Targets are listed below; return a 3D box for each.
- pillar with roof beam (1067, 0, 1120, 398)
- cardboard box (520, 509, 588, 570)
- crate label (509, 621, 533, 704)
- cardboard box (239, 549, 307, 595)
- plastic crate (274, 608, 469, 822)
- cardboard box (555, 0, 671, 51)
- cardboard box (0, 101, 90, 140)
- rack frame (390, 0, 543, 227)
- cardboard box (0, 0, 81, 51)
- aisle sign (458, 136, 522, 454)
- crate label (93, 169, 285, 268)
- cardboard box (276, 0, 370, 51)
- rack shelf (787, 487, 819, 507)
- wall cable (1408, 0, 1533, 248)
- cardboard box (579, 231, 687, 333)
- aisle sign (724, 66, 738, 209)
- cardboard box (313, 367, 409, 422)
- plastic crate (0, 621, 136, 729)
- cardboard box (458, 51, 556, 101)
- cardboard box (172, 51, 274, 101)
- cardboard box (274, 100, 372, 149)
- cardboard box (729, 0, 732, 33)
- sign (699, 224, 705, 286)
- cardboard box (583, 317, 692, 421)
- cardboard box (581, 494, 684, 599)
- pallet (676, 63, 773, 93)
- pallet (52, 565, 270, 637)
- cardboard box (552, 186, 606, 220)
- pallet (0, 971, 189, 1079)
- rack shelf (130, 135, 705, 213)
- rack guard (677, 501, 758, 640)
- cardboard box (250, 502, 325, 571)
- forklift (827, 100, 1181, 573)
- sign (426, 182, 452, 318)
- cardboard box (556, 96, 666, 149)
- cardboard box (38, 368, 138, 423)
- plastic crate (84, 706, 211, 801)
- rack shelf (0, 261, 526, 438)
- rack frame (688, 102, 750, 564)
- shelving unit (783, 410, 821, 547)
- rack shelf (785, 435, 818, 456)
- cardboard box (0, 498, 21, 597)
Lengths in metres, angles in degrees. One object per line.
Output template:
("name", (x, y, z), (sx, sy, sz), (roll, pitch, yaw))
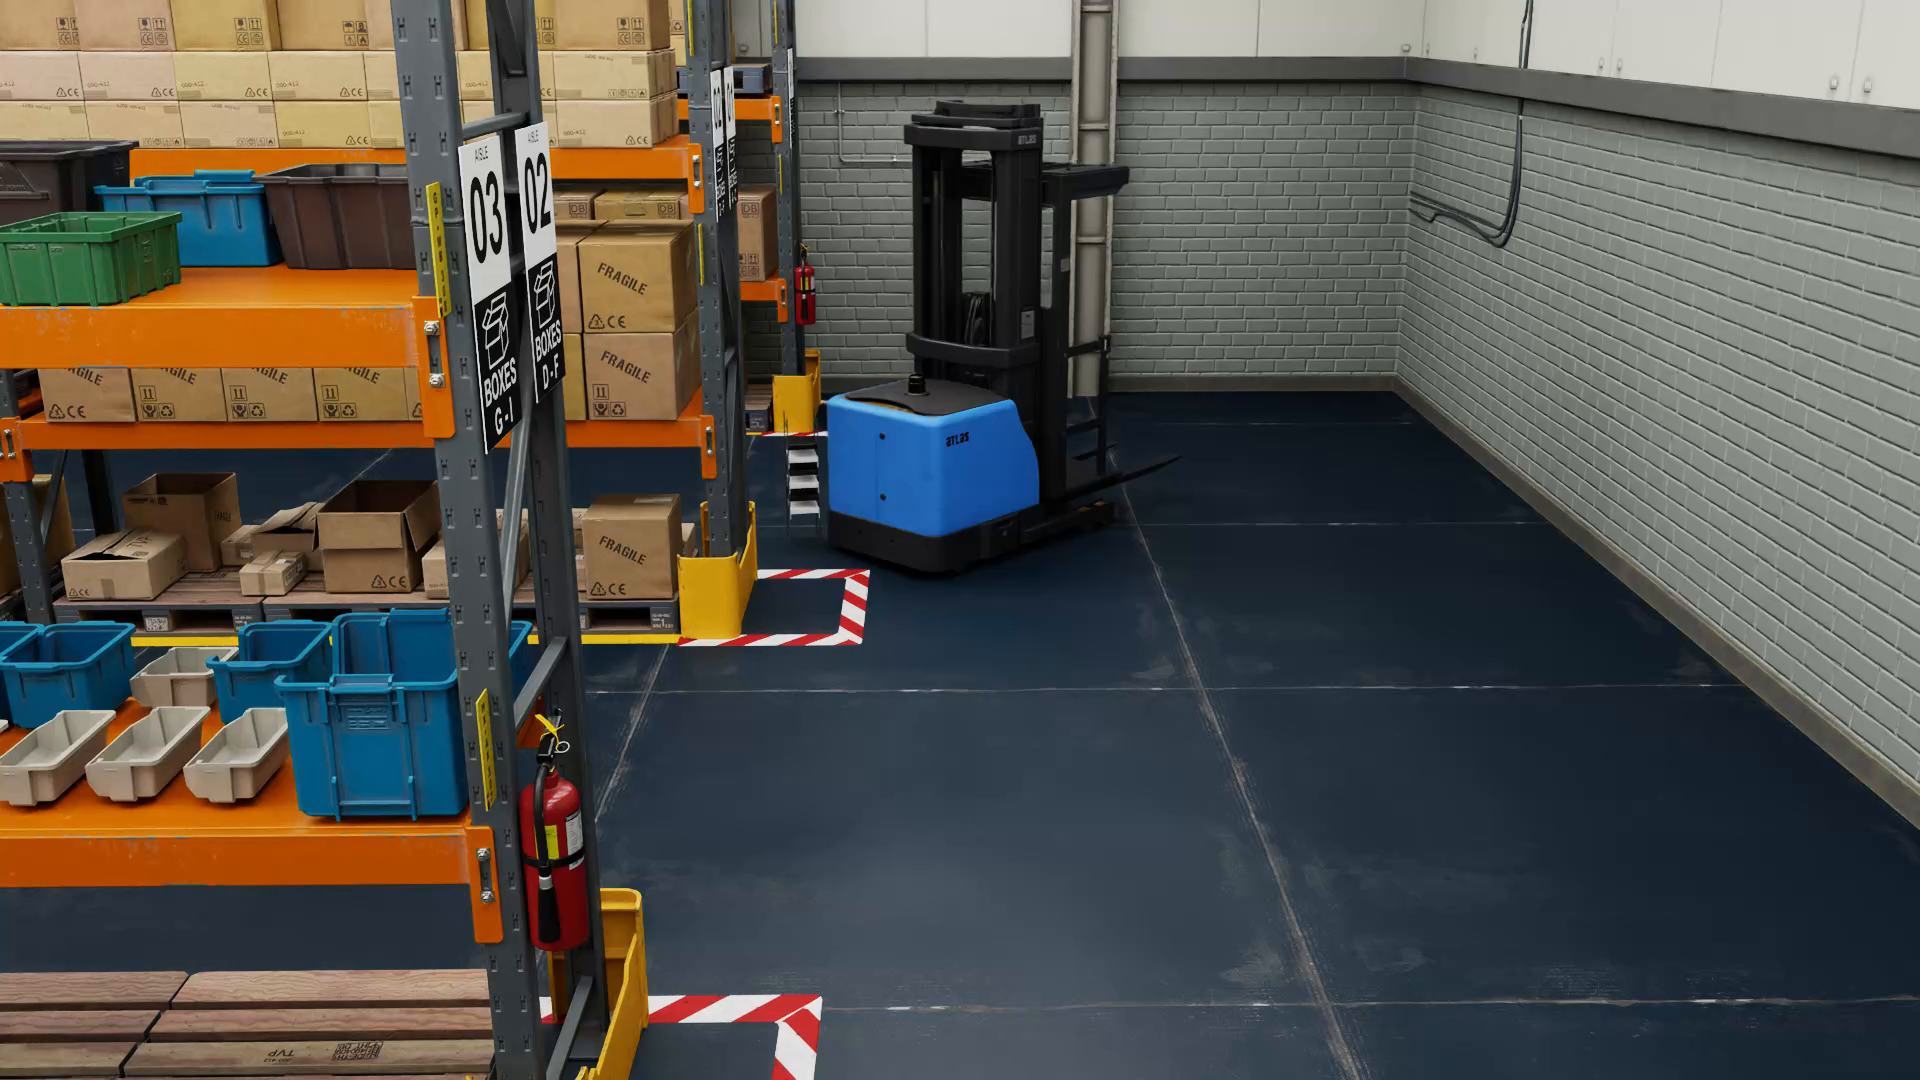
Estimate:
("pillar with roof beam", (1.272, -4.357, 10.399), (0.400, 9.000, 9.100), (0, 18, -1))
("cardboard box", (-2.448, -0.007, 10.441), (0.500, 0.250, 0.500), (0, 18, -1))
("crate label", (-1.578, 0.439, 5.444), (0.303, 0.233, 0.416), (0, 18, -1))
("cardboard box", (-4.112, 0.190, 9.962), (0.250, 0.166, 0.380), (0, 18, -1))
("plastic crate", (-1.657, 0.501, 4.920), (0.499, 0.435, 0.616), (0, 18, -1))
("cardboard box", (-1.913, -2.970, 9.184), (0.500, 0.500, 0.700), (0, 18, -1))
("cardboard box", (-4.909, -2.290, 9.110), (0.500, 0.250, 0.500), (0, 18, -1))
("rack frame", (-1.325, -2.369, 4.201), (0.127, 3.000, 1.000), (0, 18, -1))
("cardboard box", (-4.914, -2.972, 9.191), (0.500, 0.500, 0.700), (0, 18, -1))
("aisle sign", (-1.249, -0.661, 4.442), (0.004, 0.787, 0.394), (0, 18, -1))
("crate label", (-2.253, -0.964, 4.976), (0.502, 0.251, 0.408), (0, 18, -1))
("cardboard box", (-3.414, -2.984, 9.229), (0.500, 0.500, 0.700), (0, 18, -1))
("rack shelf", (-1.079, -0.302, 11.420), (0.200, 0.077, 0.258), (-3, 18, -10))
("wall cable", (4.179, -3.835, 13.852), (0.112, 2.526, 3.097), (0, 18, -1))
("cardboard box", (-1.841, -1.463, 9.397), (0.500, 0.500, 0.500), (0, 18, -1))
("aisle sign", (-1.336, -2.353, 9.717), (0.004, 0.787, 0.394), (0, 18, -1))
("cardboard box", (-3.365, -0.981, 9.531), (0.500, 0.500, 0.500), (-1, 18, -2))
("plastic crate", (-2.894, 0.446, 5.424), (0.300, 0.233, 0.416), (0, 18, -1))
("cardboard box", (-2.410, -2.538, 9.064), (0.500, 0.250, 0.500), (0, 18, -1))
("cardboard box", (-3.909, -2.529, 9.038), (0.500, 0.250, 0.500), (0, 18, -1))
("cardboard box", (-3.409, -2.296, 9.130), (0.500, 0.250, 0.500), (0, 18, -1))
("cardboard box", (-2.216, -4.570, 14.139), (0.500, 0.500, 0.500), (-1, 18, -3))
("sign", (-1.411, -1.558, 9.080), (0.005, 0.325, 0.100), (0, 18, -1))
("cardboard box", (-1.843, -0.988, 9.552), (0.500, 0.500, 0.500), (0, 18, 1))
("cardboard box", (-1.940, 0.033, 9.905), (0.500, 0.500, 0.500), (0, 18, -1))
("pallet", (-2.223, -3.918, 14.084), (1.213, 0.211, 1.003), (0, 18, -1))
("pallet", (-4.713, 0.319, 10.209), (1.213, 0.211, 1.003), (0, 18, -1))
("cardboard box", (-3.481, -2.668, 14.462), (0.700, 0.700, 0.980), (-1, 18, -4))
("pallet", (-3.368, 1.812, 5.552), (1.213, 0.211, 1.003), (0, 18, -1))
("rack shelf", (-3.400, -2.102, 9.455), (4.000, 0.370, 1.077), (0, 18, -1))
("rack guard", (-1.476, 0.165, 10.214), (0.348, 0.500, 1.175), (0, 18, -1))
("cardboard box", (-4.084, -0.028, 10.407), (0.500, 0.311, 0.500), (0, 18, -1))
("forklift", (0.457, -1.556, 11.599), (1.130, 2.935, 3.031), (15, 23, 39))
("sign", (-1.301, -0.723, 4.152), (0.005, 0.325, 0.100), (0, 18, -1))
("cardboard box", (-1.909, -2.299, 9.139), (0.500, 0.250, 0.500), (0, 18, -1))
("cardboard box", (-4.886, -0.973, 9.506), (0.500, 0.500, 0.500), (0, 18, 1))
("plastic crate", (-2.428, 0.641, 4.973), (0.243, 0.136, 0.396), (0, 18, -1))
("rack shelf", (-3.325, -0.589, 4.739), (4.000, 0.370, 1.077), (0, 18, -1))
("rack frame", (-1.400, -1.025, 9.834), (0.127, 3.000, 1.000), (0, 18, -1))
("shelving unit", (-1.079, -0.419, 11.382), (0.210, 0.900, 0.258), (-3, 18, -10))
("rack shelf", (-1.079, -0.645, 11.310), (0.200, 0.077, 0.258), (-3, 18, -10))
("cardboard box", (-5.888, 0.065, 9.808), (0.500, 0.500, 0.500), (0, 18, -1))
